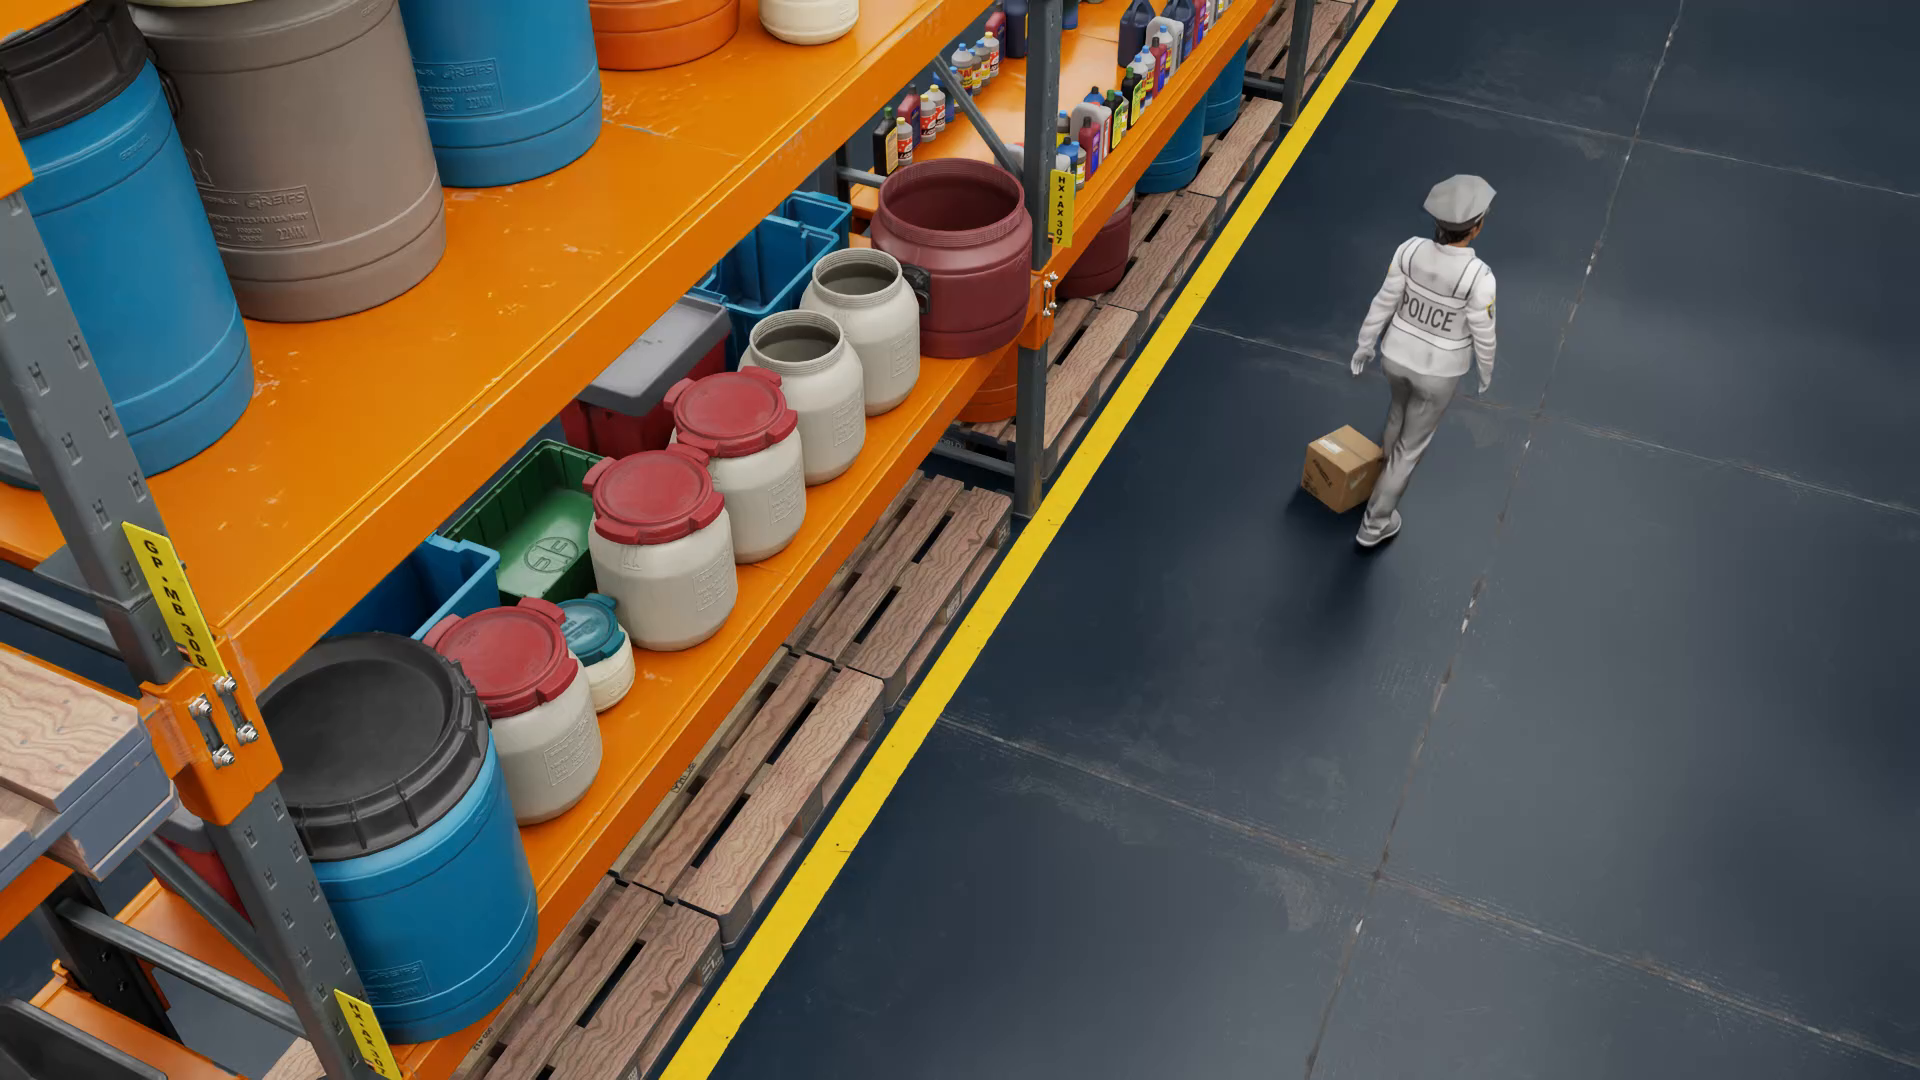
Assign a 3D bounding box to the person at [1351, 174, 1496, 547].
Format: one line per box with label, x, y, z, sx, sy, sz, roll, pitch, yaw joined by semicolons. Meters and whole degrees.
person;1.932;-0.725;6.963;0.554;1.735;0.621;34;52;32
